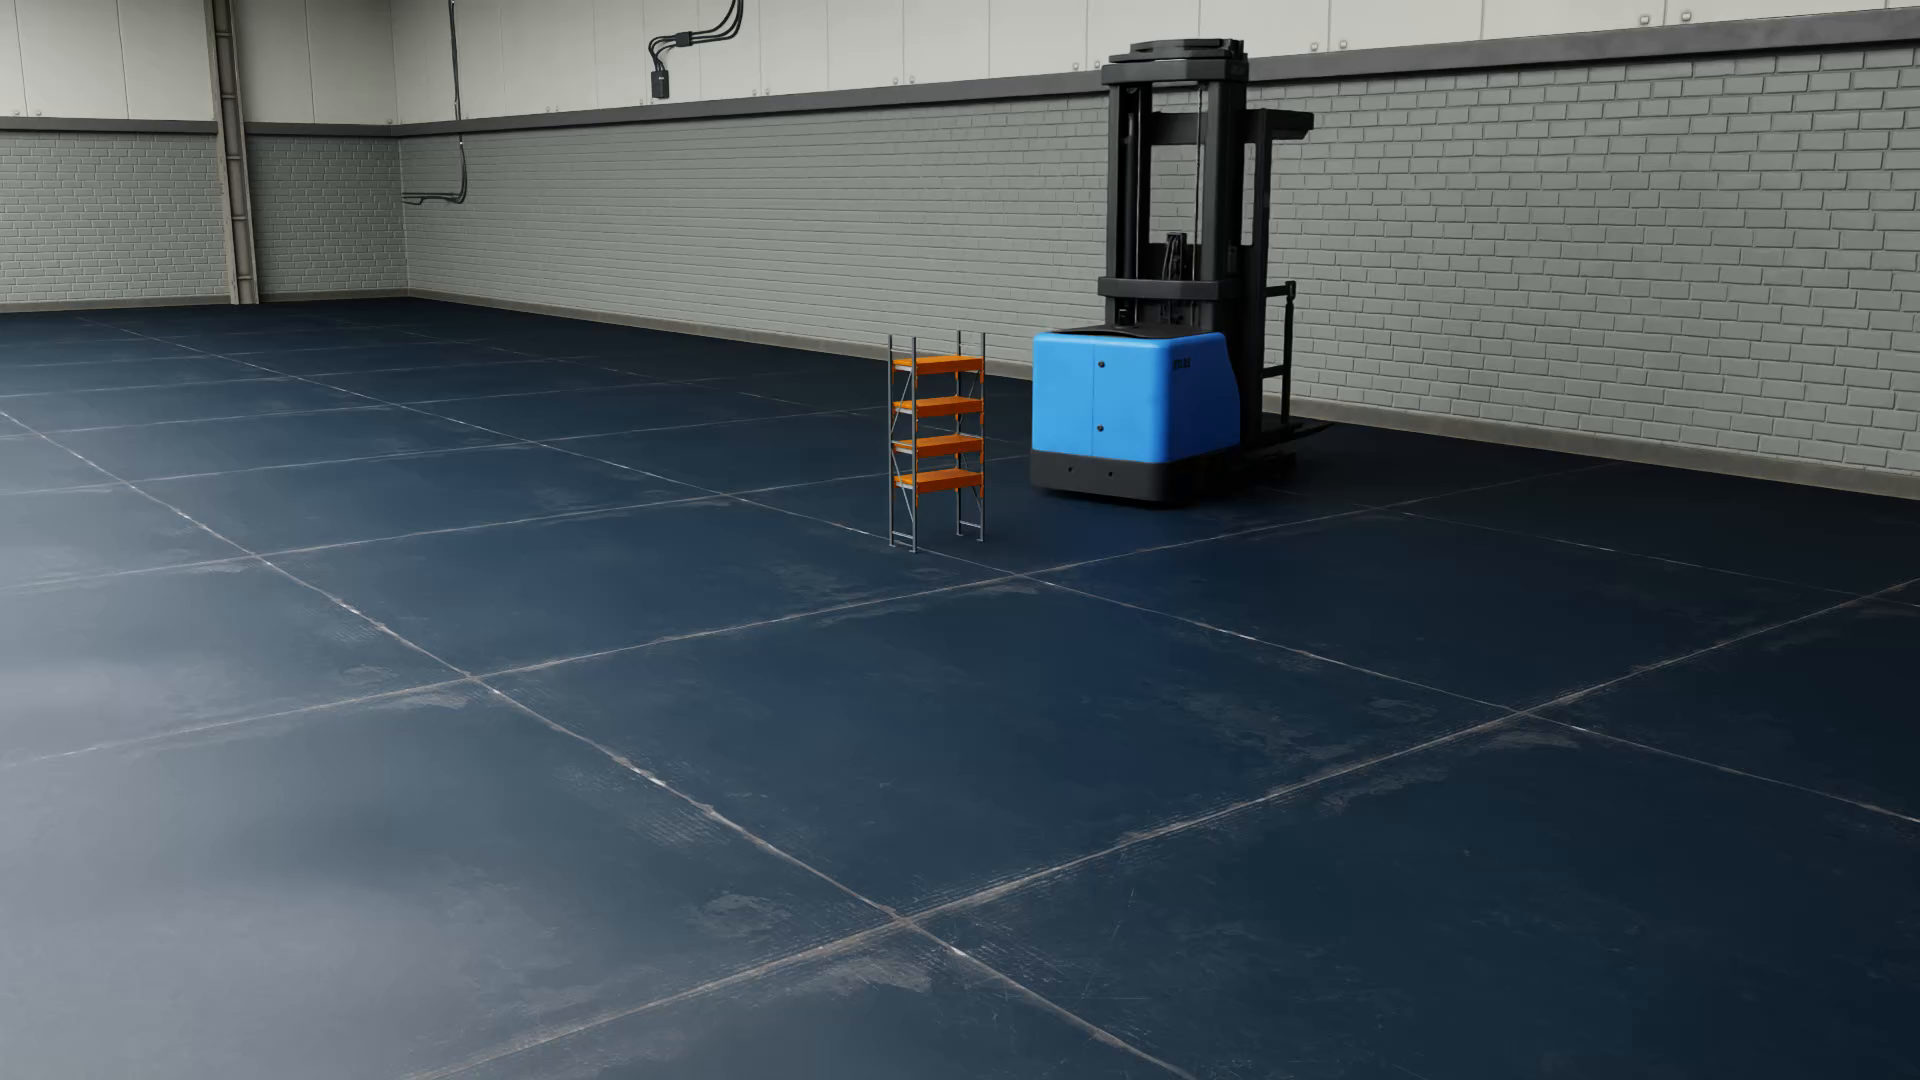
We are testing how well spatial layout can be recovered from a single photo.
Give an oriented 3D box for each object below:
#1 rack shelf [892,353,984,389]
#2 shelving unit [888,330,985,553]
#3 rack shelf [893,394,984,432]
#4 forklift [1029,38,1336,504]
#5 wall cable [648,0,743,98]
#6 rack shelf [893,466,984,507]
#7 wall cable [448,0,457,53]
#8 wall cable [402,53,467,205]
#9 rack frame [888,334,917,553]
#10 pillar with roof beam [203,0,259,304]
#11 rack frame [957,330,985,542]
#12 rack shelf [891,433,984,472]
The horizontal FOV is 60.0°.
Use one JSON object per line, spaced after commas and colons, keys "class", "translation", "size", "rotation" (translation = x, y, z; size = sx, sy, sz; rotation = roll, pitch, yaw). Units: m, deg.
{"class": "rack shelf", "translation": [-0.129, -0.950, 9.321], "size": [0.480, 0.148, 0.258], "rotation": [-9, 15, -38]}
{"class": "shelving unit", "translation": [-0.129, -0.565, 9.403], "size": [0.503, 1.200, 0.258], "rotation": [-9, 15, -38]}
{"class": "rack shelf", "translation": [-0.129, -0.718, 9.370], "size": [0.480, 0.148, 0.258], "rotation": [-9, 15, -38]}
{"class": "forklift", "translation": [1.739, -1.915, 11.591], "size": [1.130, 2.935, 3.031], "rotation": [9, 15, 35]}
{"class": "wall cable", "translation": [-3.496, -8.840, 21.408], "size": [0.169, 6.003, 2.305], "rotation": [-9, 15, -38]}
{"class": "rack shelf", "translation": [-0.129, -0.305, 9.458], "size": [0.480, 0.148, 0.258], "rotation": [-9, 15, -38]}
{"class": "wall cable", "translation": [-7.724, -9.231, 26.754], "size": [0.112, 2.526, 3.097], "rotation": [-9, 15, -38]}
{"class": "wall cable", "translation": [-9.414, -7.200, 29.345], "size": [0.112, 2.526, 3.097], "rotation": [-9, 15, -38]}
{"class": "rack frame", "translation": [-0.320, -0.534, 9.254], "size": [0.015, 1.200, 0.240], "rotation": [-9, 15, -38]}
{"class": "pillar with roof beam", "translation": [-9.851, -7.852, 24.944], "size": [0.400, 9.000, 9.100], "rotation": [-9, 15, -38]}
{"class": "rack frame", "translation": [0.061, -0.597, 9.552], "size": [0.015, 1.200, 0.240], "rotation": [-9, 15, -38]}
{"class": "rack shelf", "translation": [-0.129, -0.500, 9.417], "size": [0.480, 0.148, 0.258], "rotation": [-9, 15, -38]}
